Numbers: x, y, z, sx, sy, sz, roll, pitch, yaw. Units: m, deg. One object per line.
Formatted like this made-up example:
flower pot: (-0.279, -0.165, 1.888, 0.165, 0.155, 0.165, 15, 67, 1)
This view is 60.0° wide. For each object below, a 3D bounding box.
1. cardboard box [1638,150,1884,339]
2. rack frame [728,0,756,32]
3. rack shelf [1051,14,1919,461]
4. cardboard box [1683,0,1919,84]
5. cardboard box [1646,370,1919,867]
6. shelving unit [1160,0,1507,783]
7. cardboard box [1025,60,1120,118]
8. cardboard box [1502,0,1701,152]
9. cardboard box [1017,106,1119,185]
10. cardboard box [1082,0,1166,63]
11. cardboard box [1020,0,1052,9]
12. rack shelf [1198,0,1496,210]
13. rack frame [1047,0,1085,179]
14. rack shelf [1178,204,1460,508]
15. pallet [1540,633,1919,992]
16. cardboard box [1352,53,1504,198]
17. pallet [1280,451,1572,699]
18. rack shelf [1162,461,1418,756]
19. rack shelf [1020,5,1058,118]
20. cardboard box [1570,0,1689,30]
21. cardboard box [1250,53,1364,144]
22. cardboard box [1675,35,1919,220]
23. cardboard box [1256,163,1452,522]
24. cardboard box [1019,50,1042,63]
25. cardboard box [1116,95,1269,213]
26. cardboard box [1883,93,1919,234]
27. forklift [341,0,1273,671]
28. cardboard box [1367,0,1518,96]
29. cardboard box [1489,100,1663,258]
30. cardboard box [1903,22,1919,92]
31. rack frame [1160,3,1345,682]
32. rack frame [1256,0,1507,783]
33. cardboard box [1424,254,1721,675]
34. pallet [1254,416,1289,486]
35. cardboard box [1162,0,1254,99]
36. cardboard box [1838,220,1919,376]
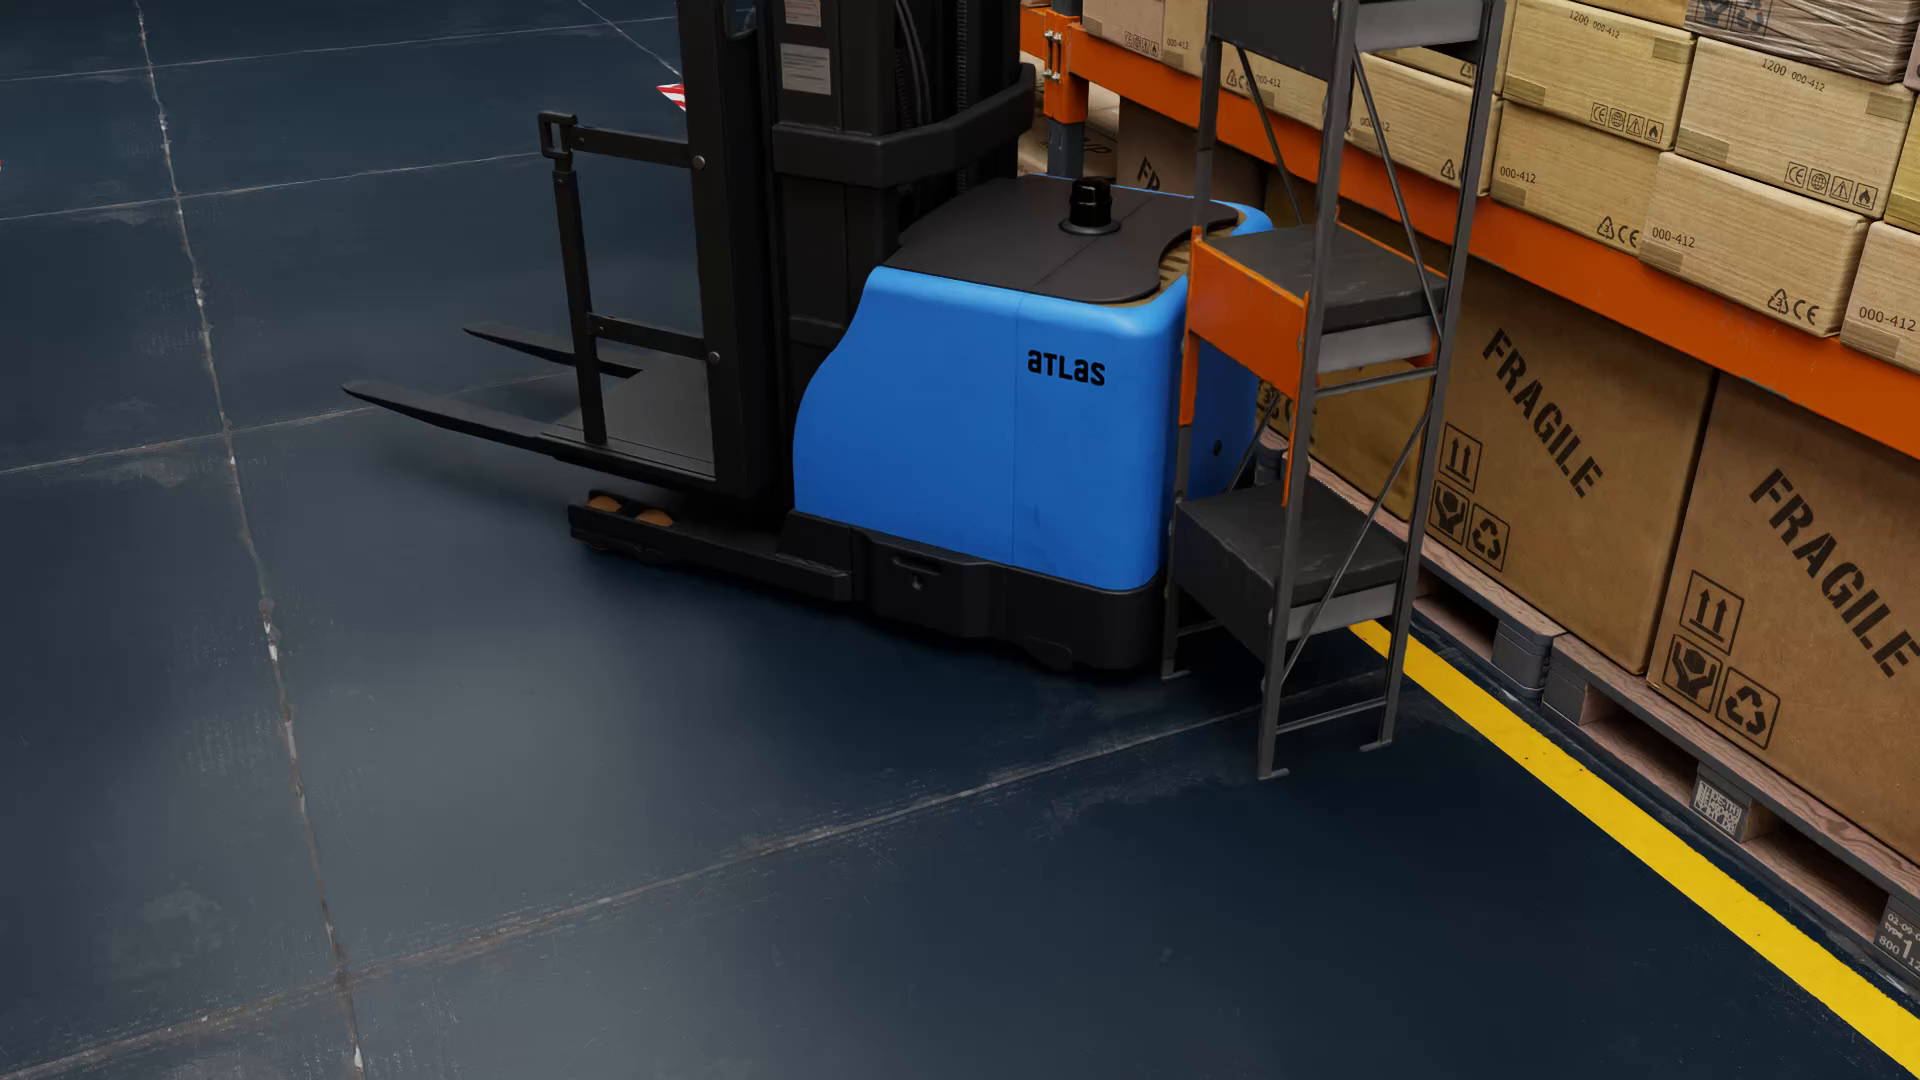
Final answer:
cardboard box: (1.831, -0.667, 3.525, 0.500, 0.250, 0.500, -13, 32, -21)
rack frame: (-0.918, -3.875, 9.093, 1.000, 3.000, 0.127, -13, 32, -22)
rack shelf: (1.658, -0.910, 4.542, 1.077, 0.370, 4.000, -13, 32, -22)
cardboard box: (1.830, -1.219, 3.232, 0.500, 0.500, 0.500, -13, 32, -21)
cardboard box: (2.295, 0.080, 3.783, 0.875, 0.875, 0.875, -13, 32, -22)
shelving unit: (0.832, -0.459, 3.921, 0.431, 2.100, 0.503, -12, 31, -20)
cardboard box: (0.242, -1.868, 7.705, 0.875, 0.438, 0.875, -14, 32, -23)
cardboard box: (1.617, -1.101, 3.790, 0.500, 0.250, 0.500, -14, 32, -23)
cardboard box: (0.626, -1.473, 7.000, 0.875, 0.438, 0.875, -14, 32, -23)
cardboard box: (0.749, -1.792, 5.533, 0.500, 0.250, 0.500, -14, 32, -23)
cardboard box: (0.369, -2.302, 6.187, 0.500, 0.500, 0.500, -13, 32, -22)
rack shelf: (0.832, -1.058, 3.586, 0.431, 0.518, 0.480, -12, 31, -20)
rack frame: (0.799, -2.108, 5.942, 1.000, 3.000, 0.127, -13, 32, -22)
rack shelf: (0.832, -0.447, 3.928, 0.431, 0.518, 0.480, -12, 31, -20)
pallet: (2.246, 0.512, 4.122, 1.003, 0.211, 1.213, -13, 32, -22)
cardboard box: (1.385, -1.112, 4.319, 0.500, 0.250, 0.500, -14, 32, -23)
pallet: (1.726, -0.027, 5.082, 1.003, 0.211, 1.213, -13, 32, -22)
rack shelf: (0.832, 0.164, 4.271, 0.431, 0.518, 0.480, -12, 31, -20)
rack shelf: (-0.060, -2.677, 7.693, 1.077, 0.370, 4.000, -13, 32, -22)
cardboard box: (1.623, -1.440, 3.626, 0.500, 0.500, 0.500, -13, 32, -22)
cardboard box: (1.179, -1.334, 4.716, 0.500, 0.250, 0.500, -13, 32, -22)
cardboard box: (1.855, -0.880, 3.394, 0.500, 0.250, 0.500, -14, 32, -23)
cardboard box: (1.532, -0.710, 5.192, 0.875, 0.875, 0.875, -12, 31, -21)
cardboard box: (-0.144, -2.267, 8.416, 0.875, 0.438, 0.875, -12, 32, -21)
cardboard box: (1.137, -1.107, 5.900, 0.875, 0.875, 0.875, -12, 31, -20)
cardboard box: (2.079, -0.654, 2.992, 0.500, 0.250, 0.500, -13, 32, -22)
forklift: (-0.640, -1.416, 4.778, 3.031, 2.935, 1.130, 14, 32, 24)
cardboard box: (1.394, -1.331, 4.199, 0.500, 0.250, 0.500, -14, 32, -23)
cardboard box: (1.629, -0.892, 3.928, 0.500, 0.250, 0.500, -13, 32, -22)
cardboard box: (2.058, -0.994, 2.831, 0.500, 0.500, 0.500, -14, 32, -23)
rack frame: (0.734, -0.568, 4.117, 0.400, 2.100, 0.015, -12, 31, -20)
rack frame: (0.930, -0.349, 3.726, 0.400, 2.100, 0.015, -12, 31, -20)
cardboard box: (1.916, -0.315, 4.487, 0.875, 0.875, 0.875, -13, 32, -21)
pallet: (1.198, -0.566, 6.044, 1.003, 0.211, 1.213, -13, 32, -22)
cardboard box: (0.973, -1.564, 5.126, 0.500, 0.250, 0.500, -14, 32, -23)
cardboard box: (2.065, -0.444, 3.129, 0.500, 0.250, 0.500, -14, 32, -24)
